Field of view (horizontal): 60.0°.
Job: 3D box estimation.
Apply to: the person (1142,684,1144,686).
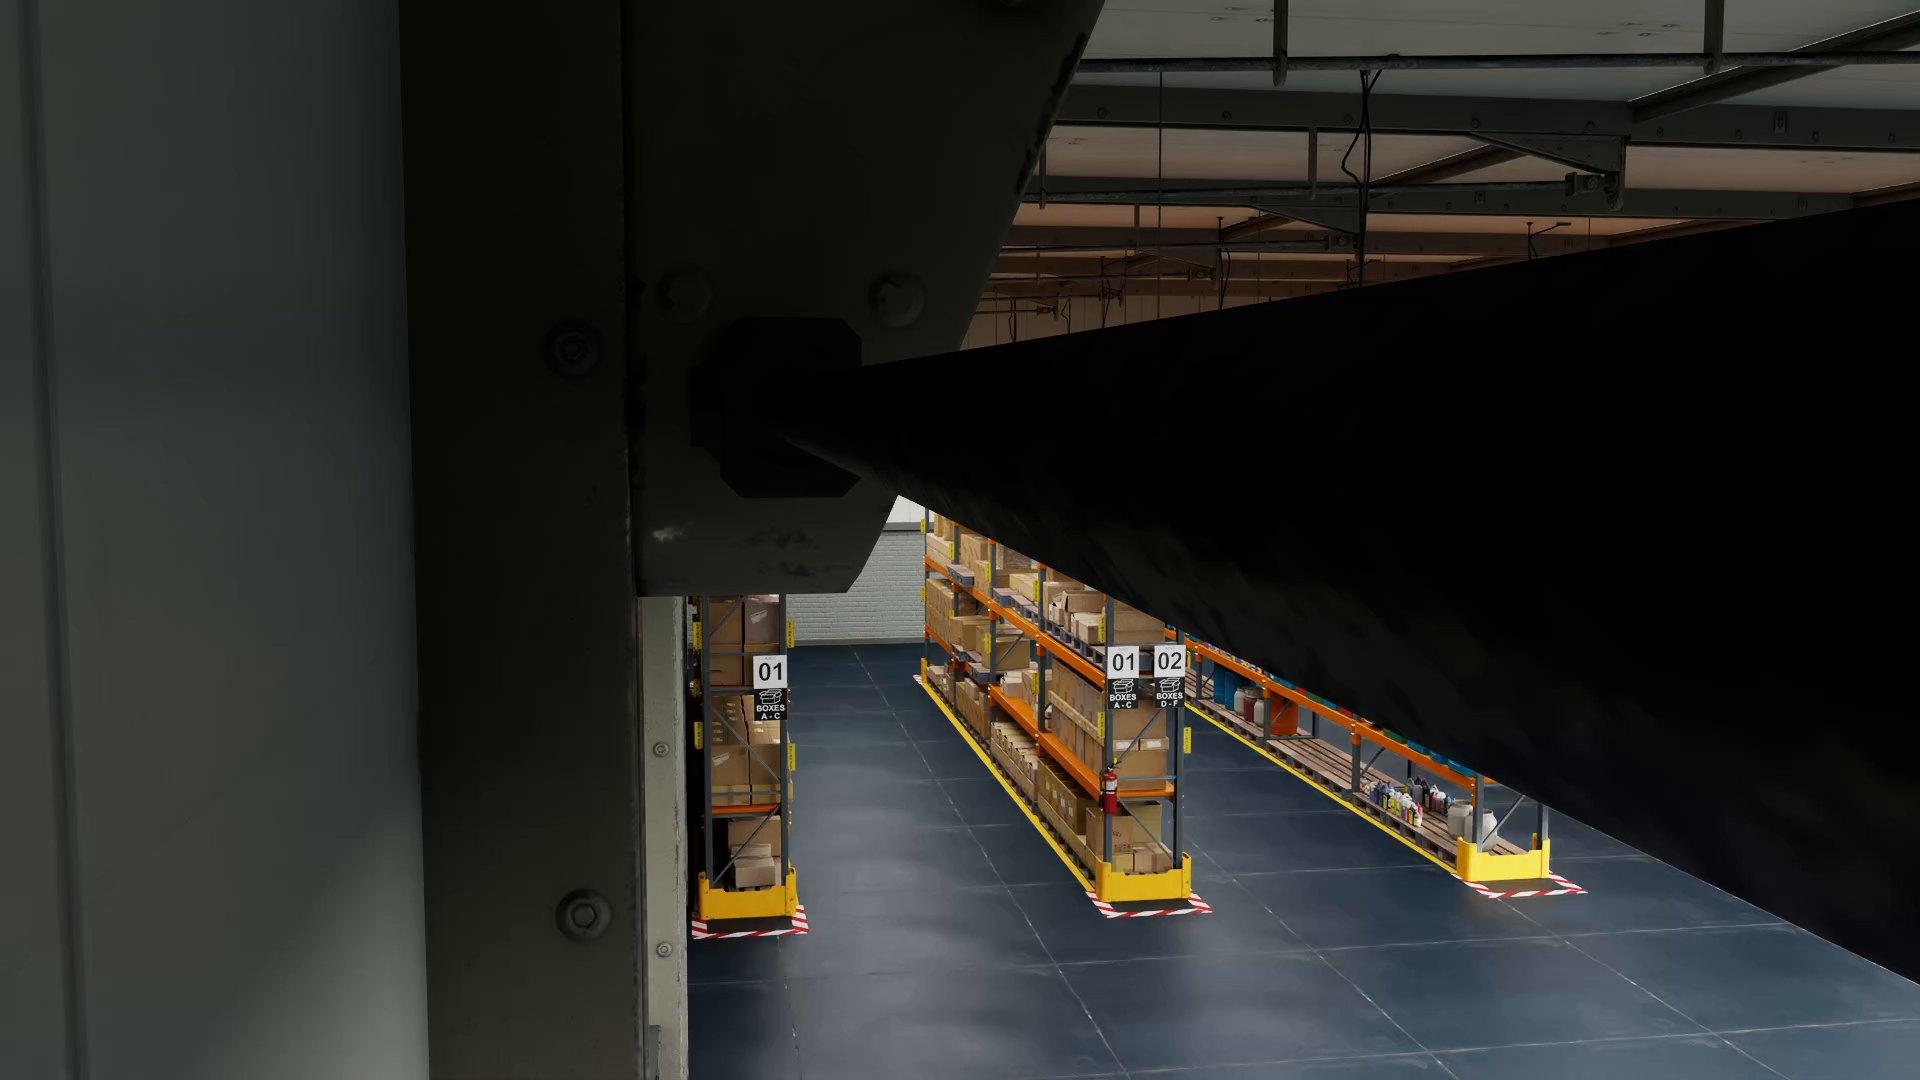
[{"bbox_3d":[3.041,2.894,29.765,0.589,1.637,0.746,-2,5,-19],"label":"person"}]
